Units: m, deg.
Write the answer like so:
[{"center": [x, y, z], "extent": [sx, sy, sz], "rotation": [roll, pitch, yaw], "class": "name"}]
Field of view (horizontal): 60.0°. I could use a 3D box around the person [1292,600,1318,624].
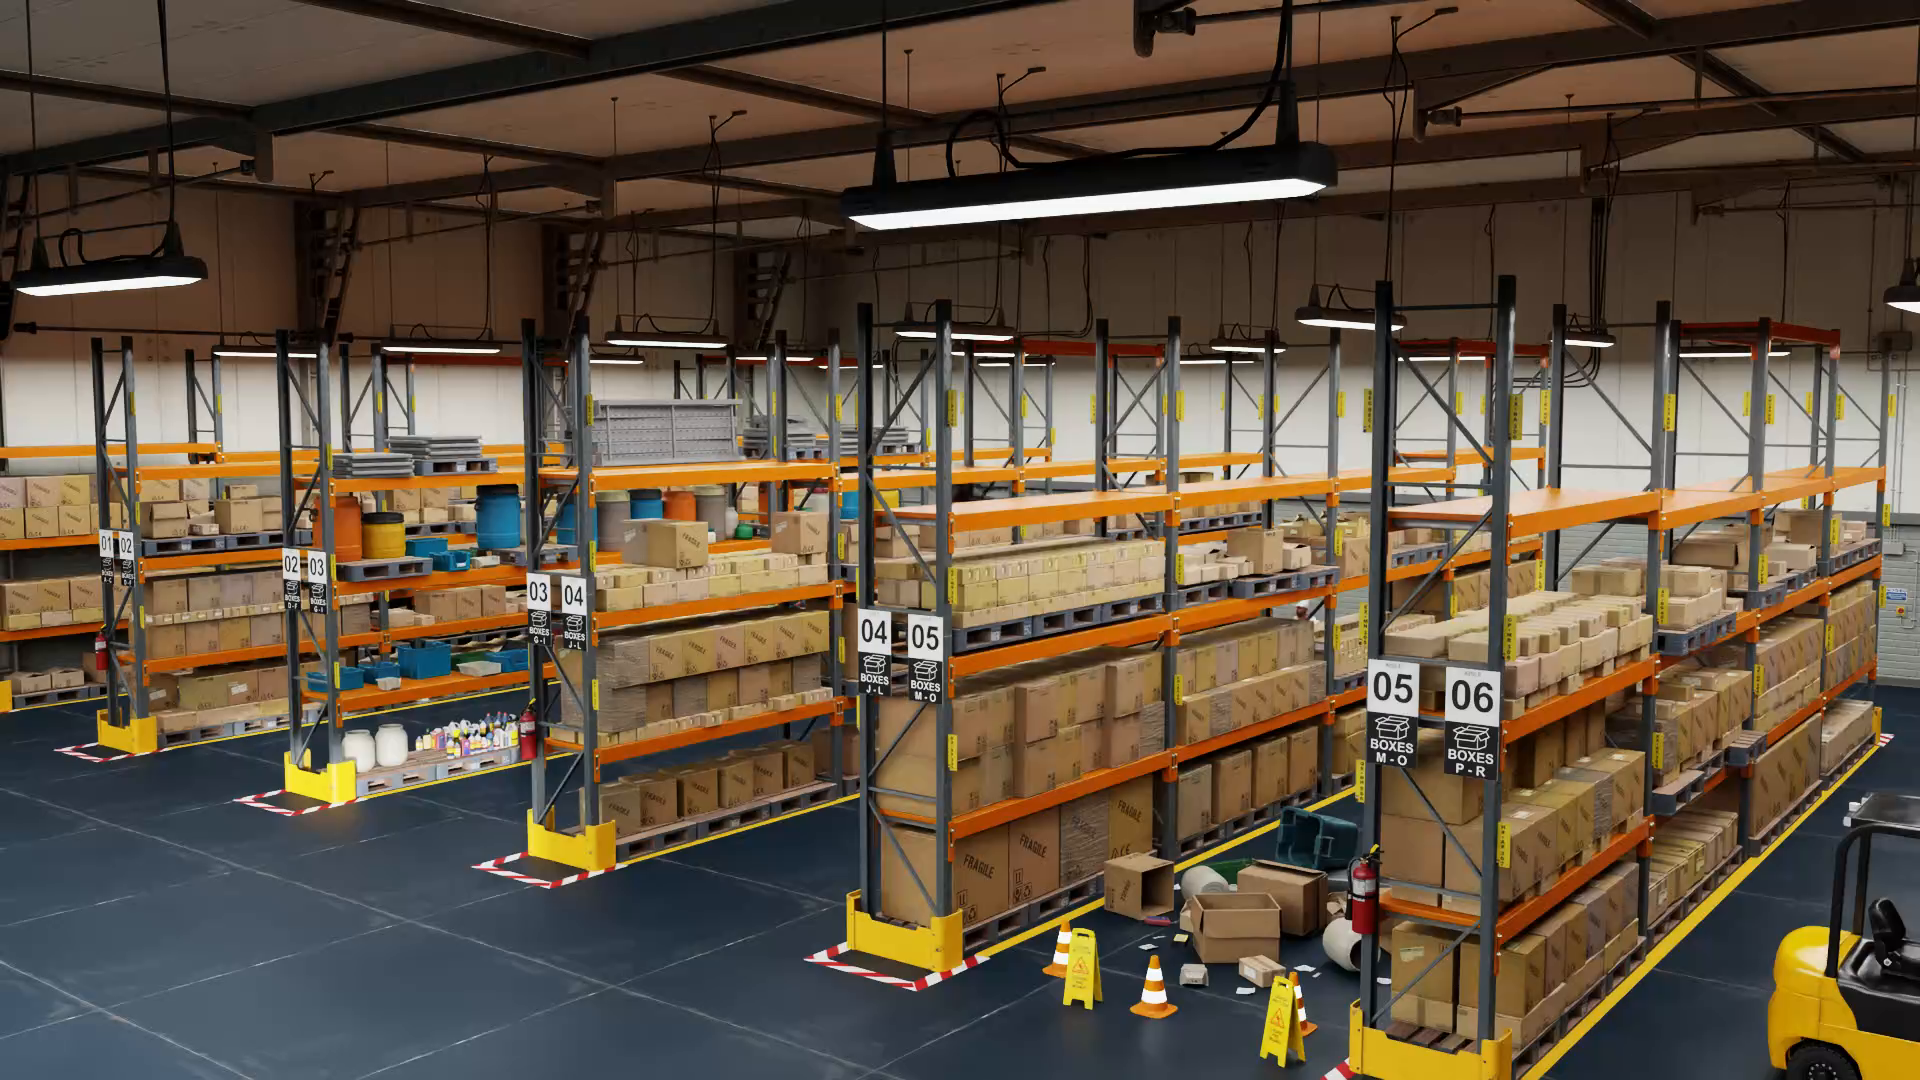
[{"center": [5.770, 1.867, 28.120], "extent": [0.597, 1.725, 1.080], "rotation": [3, 6, 34], "class": "person"}]
